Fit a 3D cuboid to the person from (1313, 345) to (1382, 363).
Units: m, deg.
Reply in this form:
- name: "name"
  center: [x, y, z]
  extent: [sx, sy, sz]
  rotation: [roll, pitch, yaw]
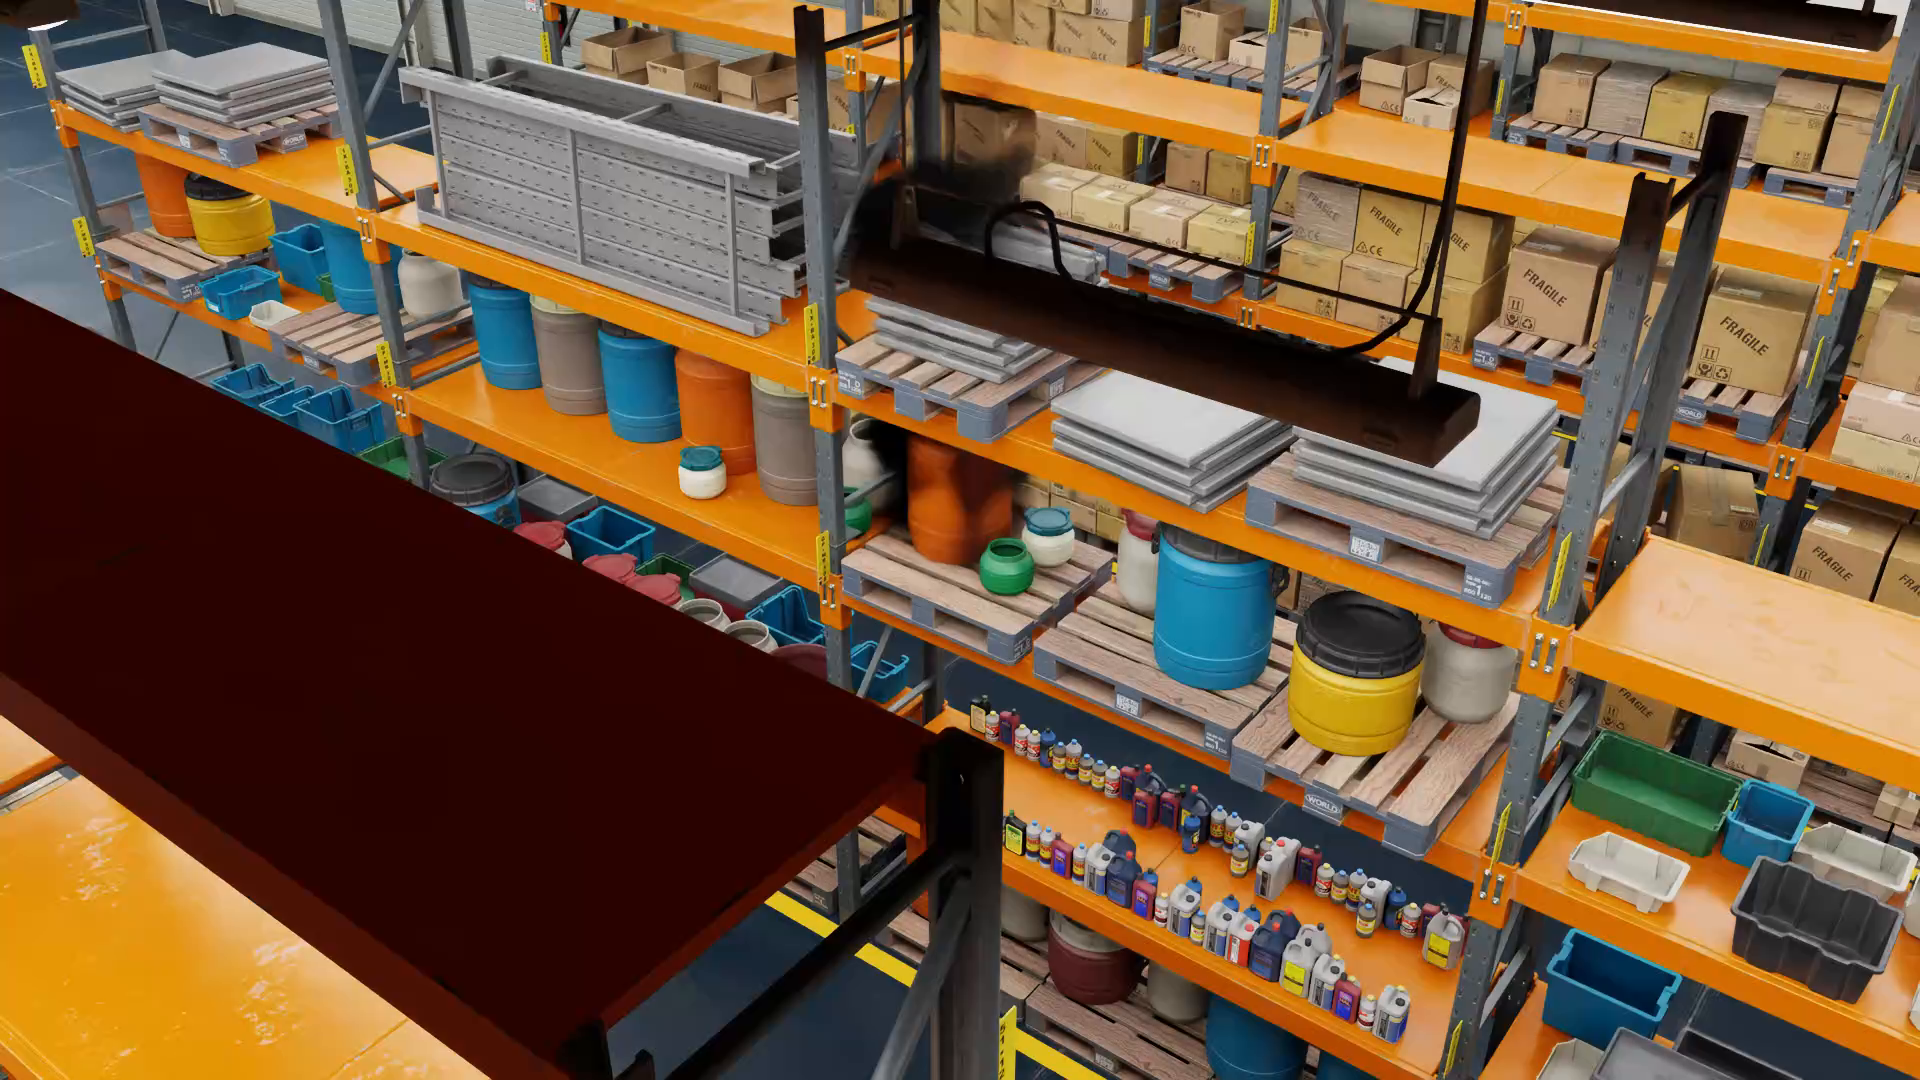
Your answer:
- name: "person"
  center: [3.746, -1.419, 15.910]
  extent: [1.025, 1.826, 0.738]
  rotation: [21, 37, 30]
